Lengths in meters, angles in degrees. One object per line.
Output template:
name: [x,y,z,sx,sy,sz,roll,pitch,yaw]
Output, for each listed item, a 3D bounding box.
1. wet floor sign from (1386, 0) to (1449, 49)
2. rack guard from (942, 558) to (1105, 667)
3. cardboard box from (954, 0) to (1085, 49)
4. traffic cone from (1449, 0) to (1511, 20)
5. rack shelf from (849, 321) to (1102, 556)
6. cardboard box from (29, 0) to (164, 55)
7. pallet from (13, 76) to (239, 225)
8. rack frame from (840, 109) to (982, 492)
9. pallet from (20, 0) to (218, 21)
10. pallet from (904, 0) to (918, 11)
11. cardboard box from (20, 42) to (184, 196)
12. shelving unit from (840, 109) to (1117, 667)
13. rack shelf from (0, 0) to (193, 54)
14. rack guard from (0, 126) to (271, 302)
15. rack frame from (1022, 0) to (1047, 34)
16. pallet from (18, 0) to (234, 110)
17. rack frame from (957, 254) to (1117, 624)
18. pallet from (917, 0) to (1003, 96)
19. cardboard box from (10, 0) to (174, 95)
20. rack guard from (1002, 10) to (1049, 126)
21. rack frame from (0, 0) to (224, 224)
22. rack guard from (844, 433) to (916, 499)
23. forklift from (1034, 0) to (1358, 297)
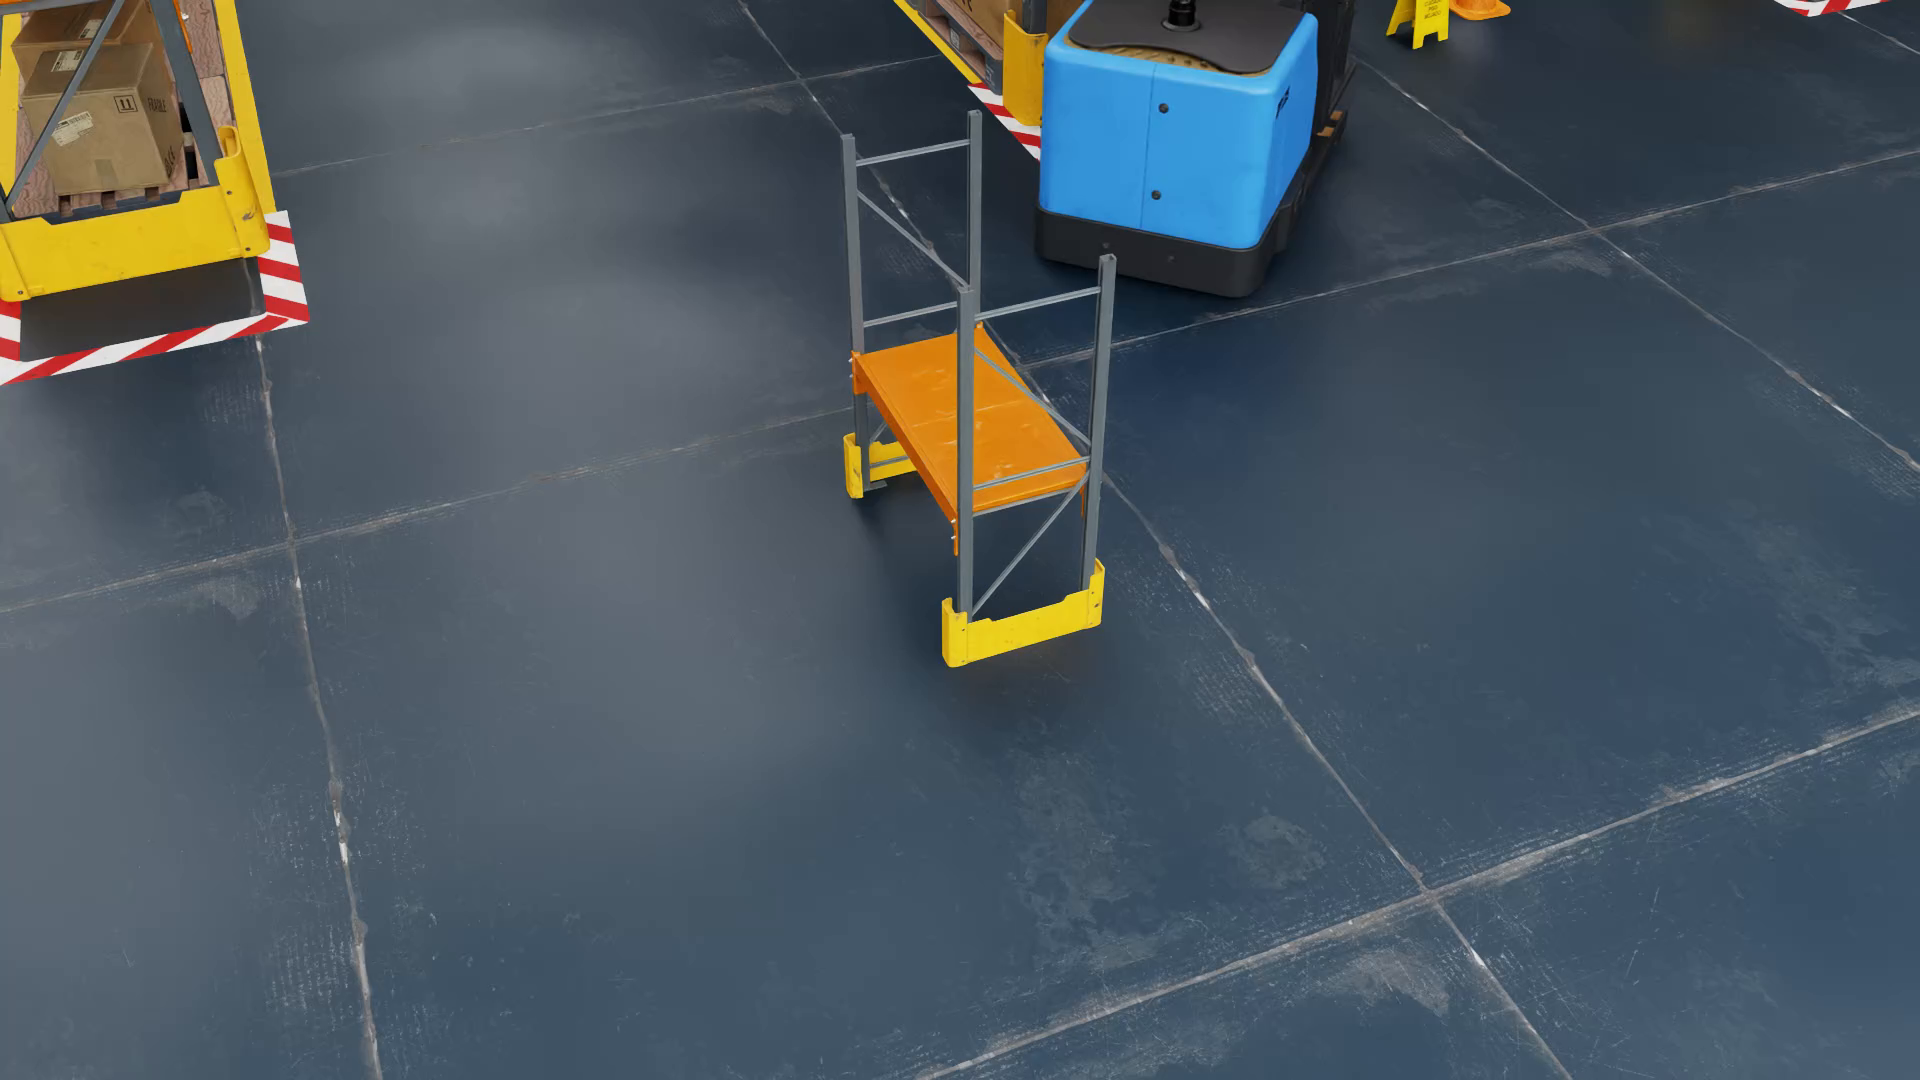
wet floor sign: [2.647,-3.161,9.431,0.267,0.644,0.232,-23,46,-24]
rack guard: [0.220,0.251,5.766,0.587,0.250,0.087,-15,43,-17]
cardboard box: [0.486,-3.323,9.121,0.875,0.875,0.875,-15,43,-17]
traffic cone: [3.089,-3.367,9.810,0.336,0.463,0.334,-15,43,-17]
rack shelf: [0.033,-0.381,5.819,0.538,0.185,1.000,-15,43,-17]
cardboard box: [-4.521,-2.726,8.715,0.500,0.500,0.500,-11,42,-13]
pallet: [-4.122,-1.888,8.283,1.003,0.211,1.213,-15,43,-17]
rack frame: [-0.162,-0.823,6.057,0.500,1.500,0.032,-15,43,-17]
pallet: [-5.056,-3.357,9.992,1.003,0.211,1.213,-15,43,-17]
pallet: [-0.035,-3.716,10.409,1.003,0.211,1.213,-15,43,-17]
cardboard box: [-4.038,-1.993,7.862,0.500,0.500,0.500,-8,41,-9]
shelving unit: [0.029,-0.523,5.708,0.587,1.500,1.083,-15,43,-17]
rack shelf: [-4.580,-3.333,8.377,1.077,0.370,4.000,-15,43,-17]
rack guard: [-3.844,-1.499,7.610,1.175,0.500,0.348,-15,43,-17]
rack frame: [0.806,-3.577,8.110,1.000,3.000,0.127,-15,43,-17]
pallet: [-4.585,-2.621,9.136,1.003,0.211,1.213,-15,43,-17]
rack frame: [0.227,-0.211,5.345,0.500,1.500,0.032,-15,43,-17]
pallet: [0.428,-2.982,9.556,1.003,0.211,1.213,-15,43,-17]
cardboard box: [-4.299,-2.344,8.271,0.500,0.500,0.500,-5,41,-6]
rack guard: [0.815,-2.615,8.908,1.175,0.500,0.348,-15,43,-17]
rack frame: [-3.815,-2.401,6.741,1.000,3.000,0.127,-15,43,-17]
rack guard: [-0.161,-0.349,6.464,0.587,0.250,0.087,-15,43,-17]
forklift: [1.368,-3.156,7.672,1.130,2.935,3.031,15,43,17]
